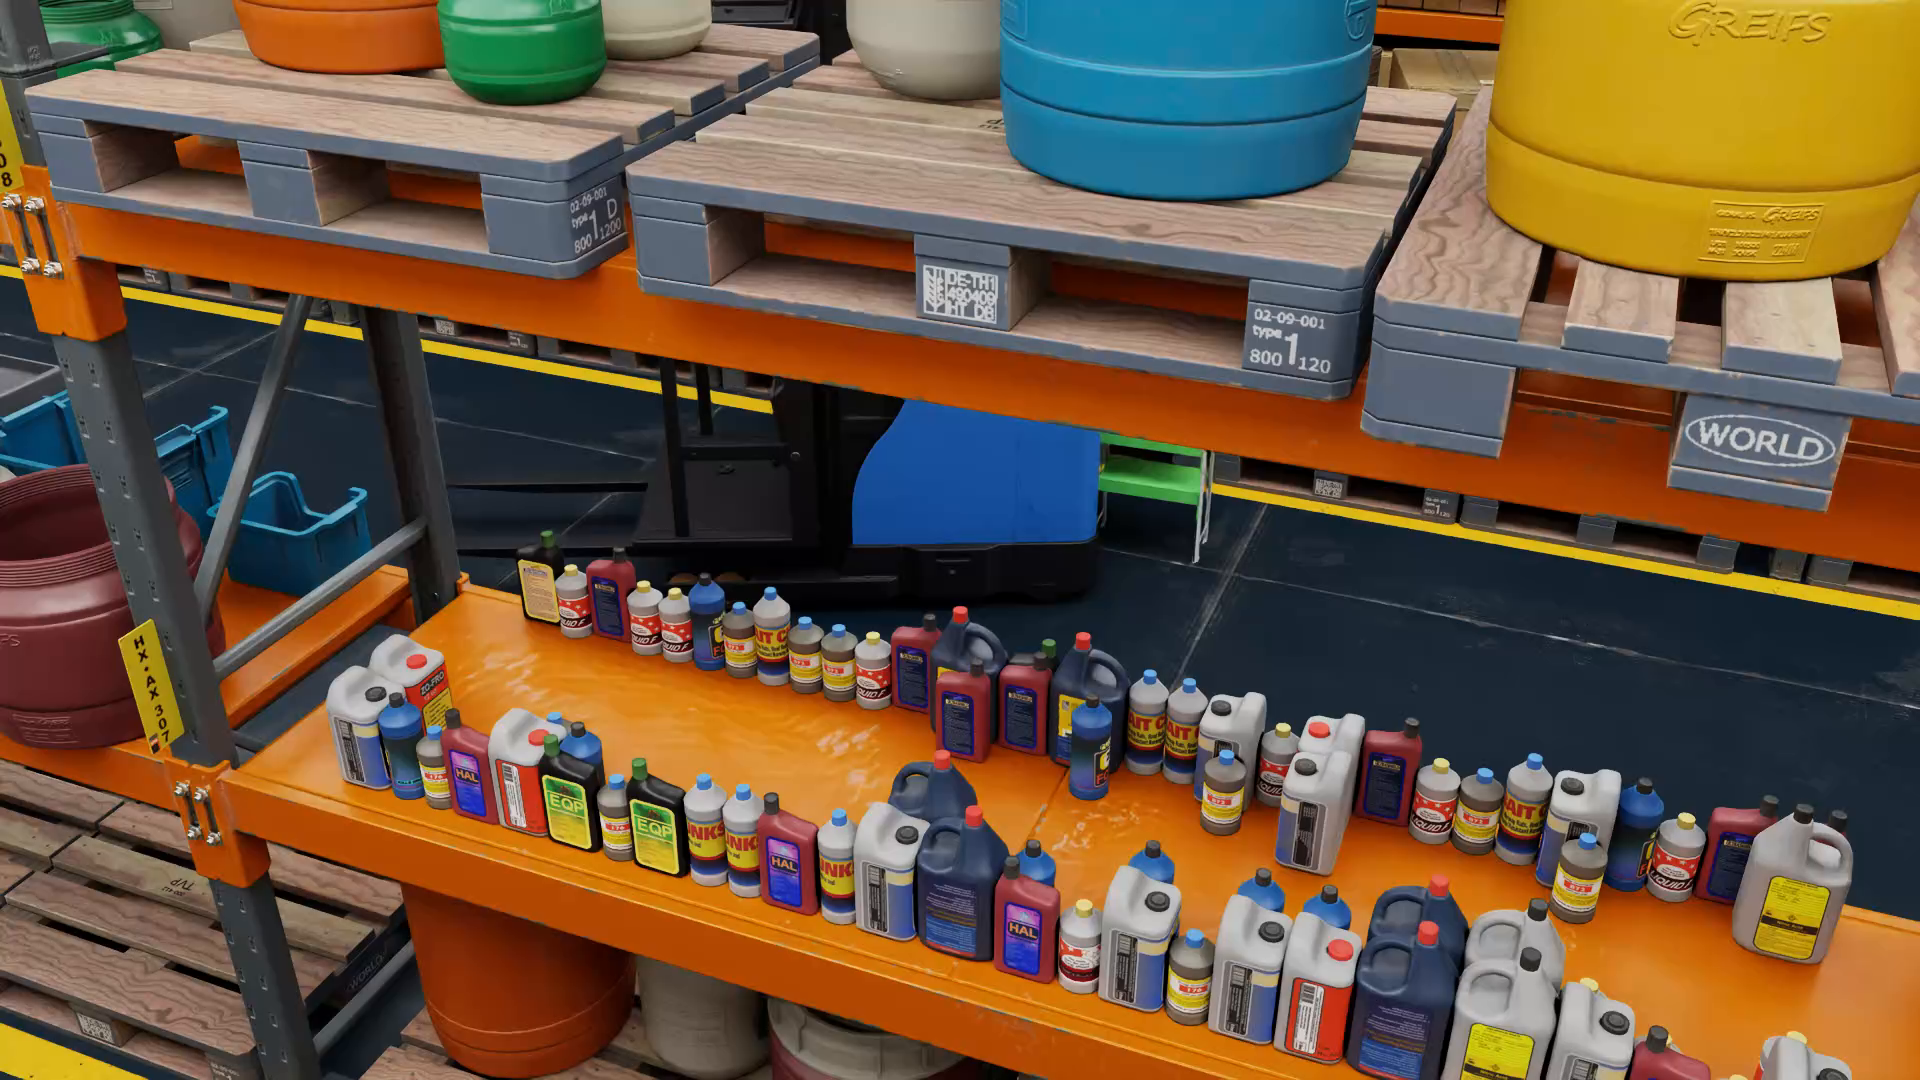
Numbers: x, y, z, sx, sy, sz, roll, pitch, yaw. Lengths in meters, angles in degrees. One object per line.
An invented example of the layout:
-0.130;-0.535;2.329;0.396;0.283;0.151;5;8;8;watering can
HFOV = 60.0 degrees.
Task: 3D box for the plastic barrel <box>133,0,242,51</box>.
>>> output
-1.876;-1.385;3.989;0.421;0.512;0.421;0;29;0;plastic barrel

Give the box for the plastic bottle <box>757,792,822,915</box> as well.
-0.371;0.680;3.618;0.133;0.283;0.061;11;31;19;plastic bottle

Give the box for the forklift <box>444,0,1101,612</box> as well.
-0.924;-1.228;6.945;3.031;2.935;1.130;-1;29;-1;forklift

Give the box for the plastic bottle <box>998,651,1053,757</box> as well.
0.163;0.396;4.119;0.133;0.283;0.061;11;31;19;plastic bottle

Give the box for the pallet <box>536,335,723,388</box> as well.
-1.713;-1.273;9.788;1.213;0.211;1.003;11;31;19;pallet

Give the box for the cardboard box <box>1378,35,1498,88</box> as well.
3.462;-3.236;12.185;0.750;0.750;0.750;11;31;19;cardboard box

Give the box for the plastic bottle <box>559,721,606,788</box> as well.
-0.876;0.542;3.873;0.097;0.271;0.097;0;29;0;plastic bottle

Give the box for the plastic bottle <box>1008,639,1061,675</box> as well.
0.185;0.368;4.168;0.133;0.283;0.061;11;31;19;plastic bottle

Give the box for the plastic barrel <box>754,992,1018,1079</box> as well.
-0.198;1.326;4.380;0.708;0.588;0.600;11;31;19;plastic barrel

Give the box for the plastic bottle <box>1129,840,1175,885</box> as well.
0.400;0.748;3.508;0.097;0.271;0.097;0;29;0;plastic bottle

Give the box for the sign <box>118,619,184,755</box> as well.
-1.904;0.348;3.920;0.005;0.325;0.100;11;31;19;sign

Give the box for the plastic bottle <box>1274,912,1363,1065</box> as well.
0.710;0.875;3.280;0.135;0.276;0.152;11;31;19;plastic bottle

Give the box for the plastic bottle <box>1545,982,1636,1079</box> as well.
1.177;0.968;3.115;0.135;0.276;0.152;11;31;19;plastic bottle

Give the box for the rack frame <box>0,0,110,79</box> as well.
-1.704;-2.445;2.930;0.127;3.000;1.000;11;31;19;rack frame

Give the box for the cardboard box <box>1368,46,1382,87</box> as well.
1.564;-1.996;7.704;0.500;0.500;0.700;18;34;28;cardboard box

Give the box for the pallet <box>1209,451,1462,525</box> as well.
1.966;-0.495;8.411;1.213;0.211;1.003;11;31;19;pallet

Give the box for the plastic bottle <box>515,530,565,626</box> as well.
-1.169;0.098;4.647;0.133;0.283;0.061;11;31;19;plastic bottle

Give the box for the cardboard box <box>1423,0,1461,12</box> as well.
3.442;-3.858;11.762;0.250;0.149;0.380;12;32;20;cardboard box

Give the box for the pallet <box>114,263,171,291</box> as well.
-5.400;-2.008;11.088;1.213;0.211;1.003;11;31;19;pallet

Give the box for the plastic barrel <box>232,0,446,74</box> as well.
-1.179;-1.402;3.271;0.708;0.830;0.600;11;31;19;plastic barrel

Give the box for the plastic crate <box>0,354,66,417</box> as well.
-3.086;-0.299;5.166;0.583;0.464;0.402;11;31;19;plastic crate

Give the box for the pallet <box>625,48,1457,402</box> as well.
0.188;-0.626;2.952;1.213;0.211;1.003;11;31;19;pallet

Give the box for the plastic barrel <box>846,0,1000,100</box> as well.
-0.004;-1.122;3.073;0.433;0.535;0.433;0;29;0;plastic barrel

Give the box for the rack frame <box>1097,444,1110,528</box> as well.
0.647;-0.549;7.502;0.015;1.200;0.240;9;31;16;rack frame

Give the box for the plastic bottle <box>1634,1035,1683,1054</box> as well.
1.298;1.007;3.123;0.097;0.201;0.097;0;29;0;plastic bottle

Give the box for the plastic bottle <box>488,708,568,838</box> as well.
-0.996;0.534;3.883;0.135;0.276;0.152;11;31;19;plastic bottle

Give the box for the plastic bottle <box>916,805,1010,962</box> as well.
0.007;0.704;3.507;0.185;0.351;0.144;11;31;19;plastic bottle

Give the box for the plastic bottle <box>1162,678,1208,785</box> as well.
0.547;0.456;4.026;0.097;0.271;0.097;0;29;0;plastic bottle

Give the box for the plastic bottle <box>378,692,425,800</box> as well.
-1.327;0.484;3.975;0.097;0.271;0.097;0;29;0;plastic bottle

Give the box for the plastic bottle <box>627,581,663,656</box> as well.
-0.855;0.206;4.539;0.097;0.201;0.097;0;29;0;plastic bottle

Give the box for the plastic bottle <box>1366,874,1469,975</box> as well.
0.911;0.808;3.323;0.185;0.351;0.144;11;31;19;plastic bottle

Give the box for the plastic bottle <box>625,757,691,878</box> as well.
-0.675;0.619;3.725;0.133;0.283;0.061;11;31;19;plastic bottle

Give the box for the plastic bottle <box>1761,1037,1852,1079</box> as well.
1.516;1.035;2.996;0.135;0.276;0.152;11;31;19;plastic bottle

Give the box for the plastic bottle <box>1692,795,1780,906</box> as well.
1.700;0.671;3.634;0.133;0.283;0.061;11;31;19;plastic bottle

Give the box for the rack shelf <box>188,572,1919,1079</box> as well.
0.149;0.850;3.929;4.000;0.370;1.077;11;31;19;rack shelf

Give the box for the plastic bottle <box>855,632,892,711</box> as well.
-0.223;0.332;4.316;0.097;0.201;0.097;0;29;0;plastic bottle

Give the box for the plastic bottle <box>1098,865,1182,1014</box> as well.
0.371;0.807;3.400;0.135;0.276;0.152;11;31;19;plastic bottle

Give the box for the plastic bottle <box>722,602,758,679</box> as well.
-0.584;0.260;4.443;0.097;0.201;0.097;0;29;0;plastic bottle

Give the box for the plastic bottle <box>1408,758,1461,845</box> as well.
1.100;0.596;3.848;0.097;0.201;0.097;0;29;0;plastic bottle

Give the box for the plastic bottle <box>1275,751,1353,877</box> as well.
0.802;0.600;3.767;0.135;0.276;0.152;11;31;19;plastic bottle

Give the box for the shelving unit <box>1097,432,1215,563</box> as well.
0.878;-0.511;7.434;0.503;1.200;0.258;9;31;16;shelving unit

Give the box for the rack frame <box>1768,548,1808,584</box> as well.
3.869;-1.351;7.092;0.127;3.000;1.000;11;31;19;rack frame

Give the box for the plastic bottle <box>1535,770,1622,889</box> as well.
1.378;0.634;3.706;0.135;0.276;0.152;11;31;19;plastic bottle

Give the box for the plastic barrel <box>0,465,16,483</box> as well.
-2.737;0.025;4.543;0.421;0.512;0.421;0;29;0;plastic barrel

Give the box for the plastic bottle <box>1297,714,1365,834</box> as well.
0.859;0.530;3.889;0.135;0.276;0.152;11;31;19;plastic bottle
